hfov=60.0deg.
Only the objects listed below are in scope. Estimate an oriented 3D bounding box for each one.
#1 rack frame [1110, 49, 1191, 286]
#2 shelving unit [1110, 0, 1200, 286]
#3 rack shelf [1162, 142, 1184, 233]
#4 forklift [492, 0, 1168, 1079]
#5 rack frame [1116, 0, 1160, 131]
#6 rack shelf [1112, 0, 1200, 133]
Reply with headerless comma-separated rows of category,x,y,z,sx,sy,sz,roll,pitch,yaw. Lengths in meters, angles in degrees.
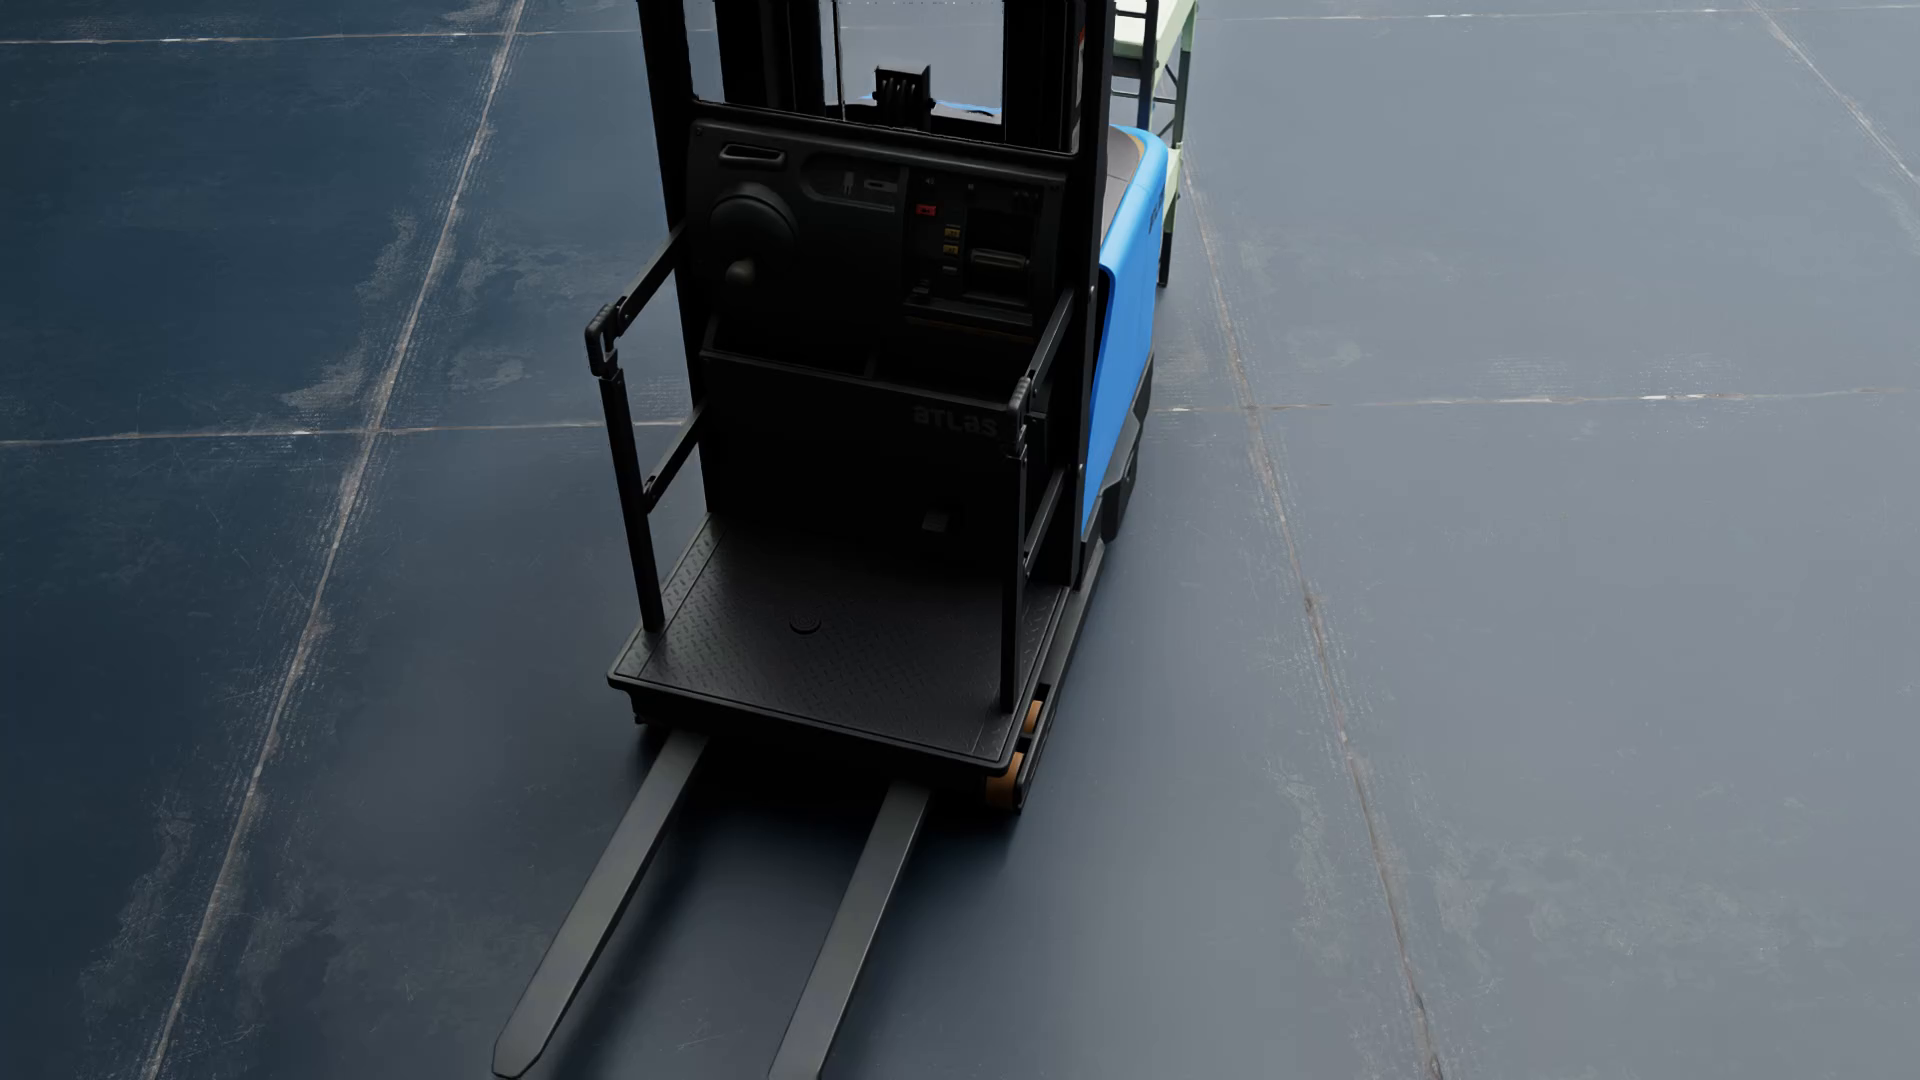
rack frame,0.595,-1.559,5.841,0.400,1.500,0.023,12,44,12
shelving unit,0.490,-1.323,5.583,0.431,1.500,0.755,12,44,12
rack shelf,0.490,-1.082,5.803,0.431,0.370,0.720,12,44,12
forklift,-0.272,-0.662,3.803,1.130,2.935,3.031,12,44,12
rack frame,0.384,-1.086,5.325,0.400,1.500,0.023,12,44,12
rack shelf,0.490,-1.610,5.319,0.431,0.370,0.720,12,44,12
